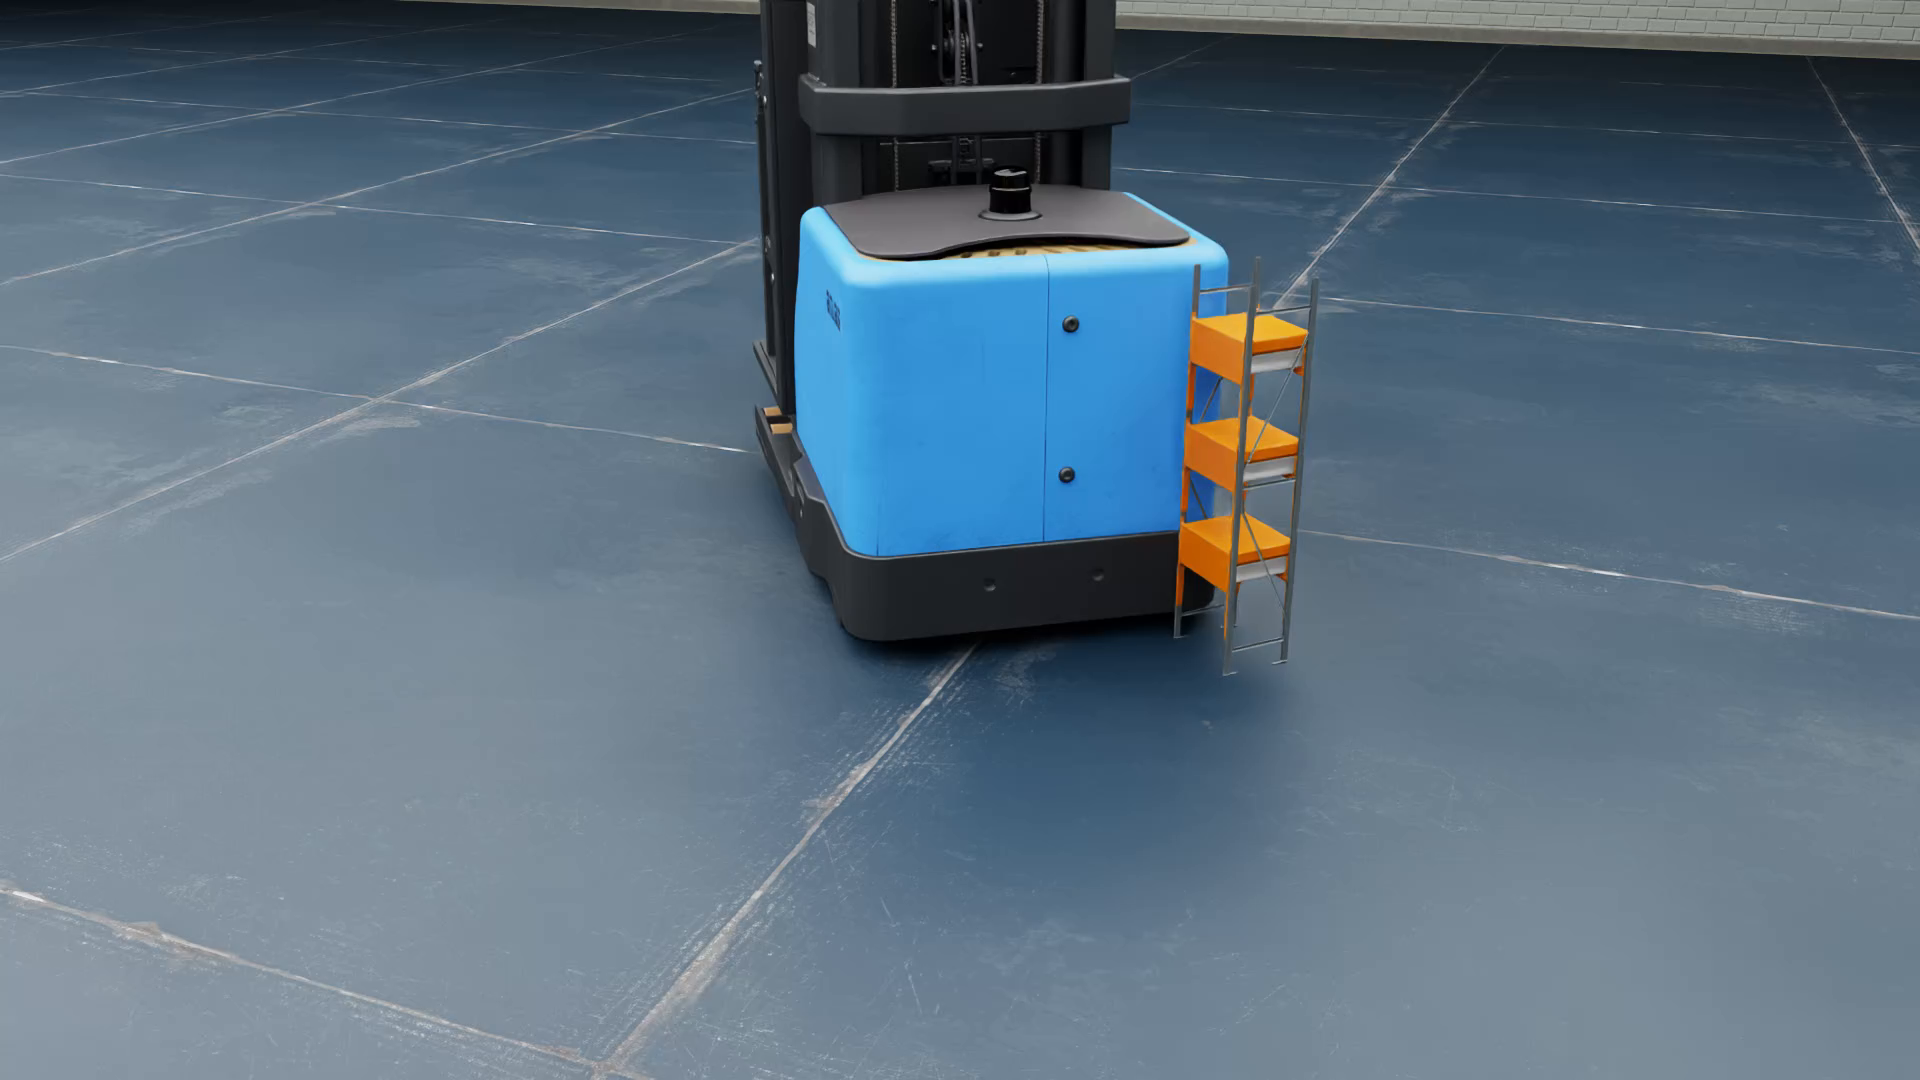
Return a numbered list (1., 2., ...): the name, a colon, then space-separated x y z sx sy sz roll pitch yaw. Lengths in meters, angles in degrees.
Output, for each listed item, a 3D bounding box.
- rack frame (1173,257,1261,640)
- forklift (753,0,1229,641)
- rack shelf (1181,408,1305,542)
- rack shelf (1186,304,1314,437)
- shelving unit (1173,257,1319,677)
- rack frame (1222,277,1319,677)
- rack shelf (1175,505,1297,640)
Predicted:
1. rack frame: 0.681 -0.225 4.427 0.200 1.050 0.008 -10 25 -23
2. forklift: -0.120 -1.622 5.331 1.130 2.935 3.031 -5 23 -12
3. rack shelf: 0.733 -0.173 4.329 0.215 0.259 0.240 -10 25 -23
4. rack shelf: 0.733 -0.435 4.220 0.215 0.259 0.240 -10 25 -23
5. shelving unit: 0.733 -0.183 4.325 0.215 1.050 0.252 -10 25 -23
6. rack frame: 0.785 -0.140 4.223 0.200 1.050 0.008 -10 25 -23
7. rack shelf: 0.733 0.084 4.436 0.215 0.259 0.240 -10 25 -23
